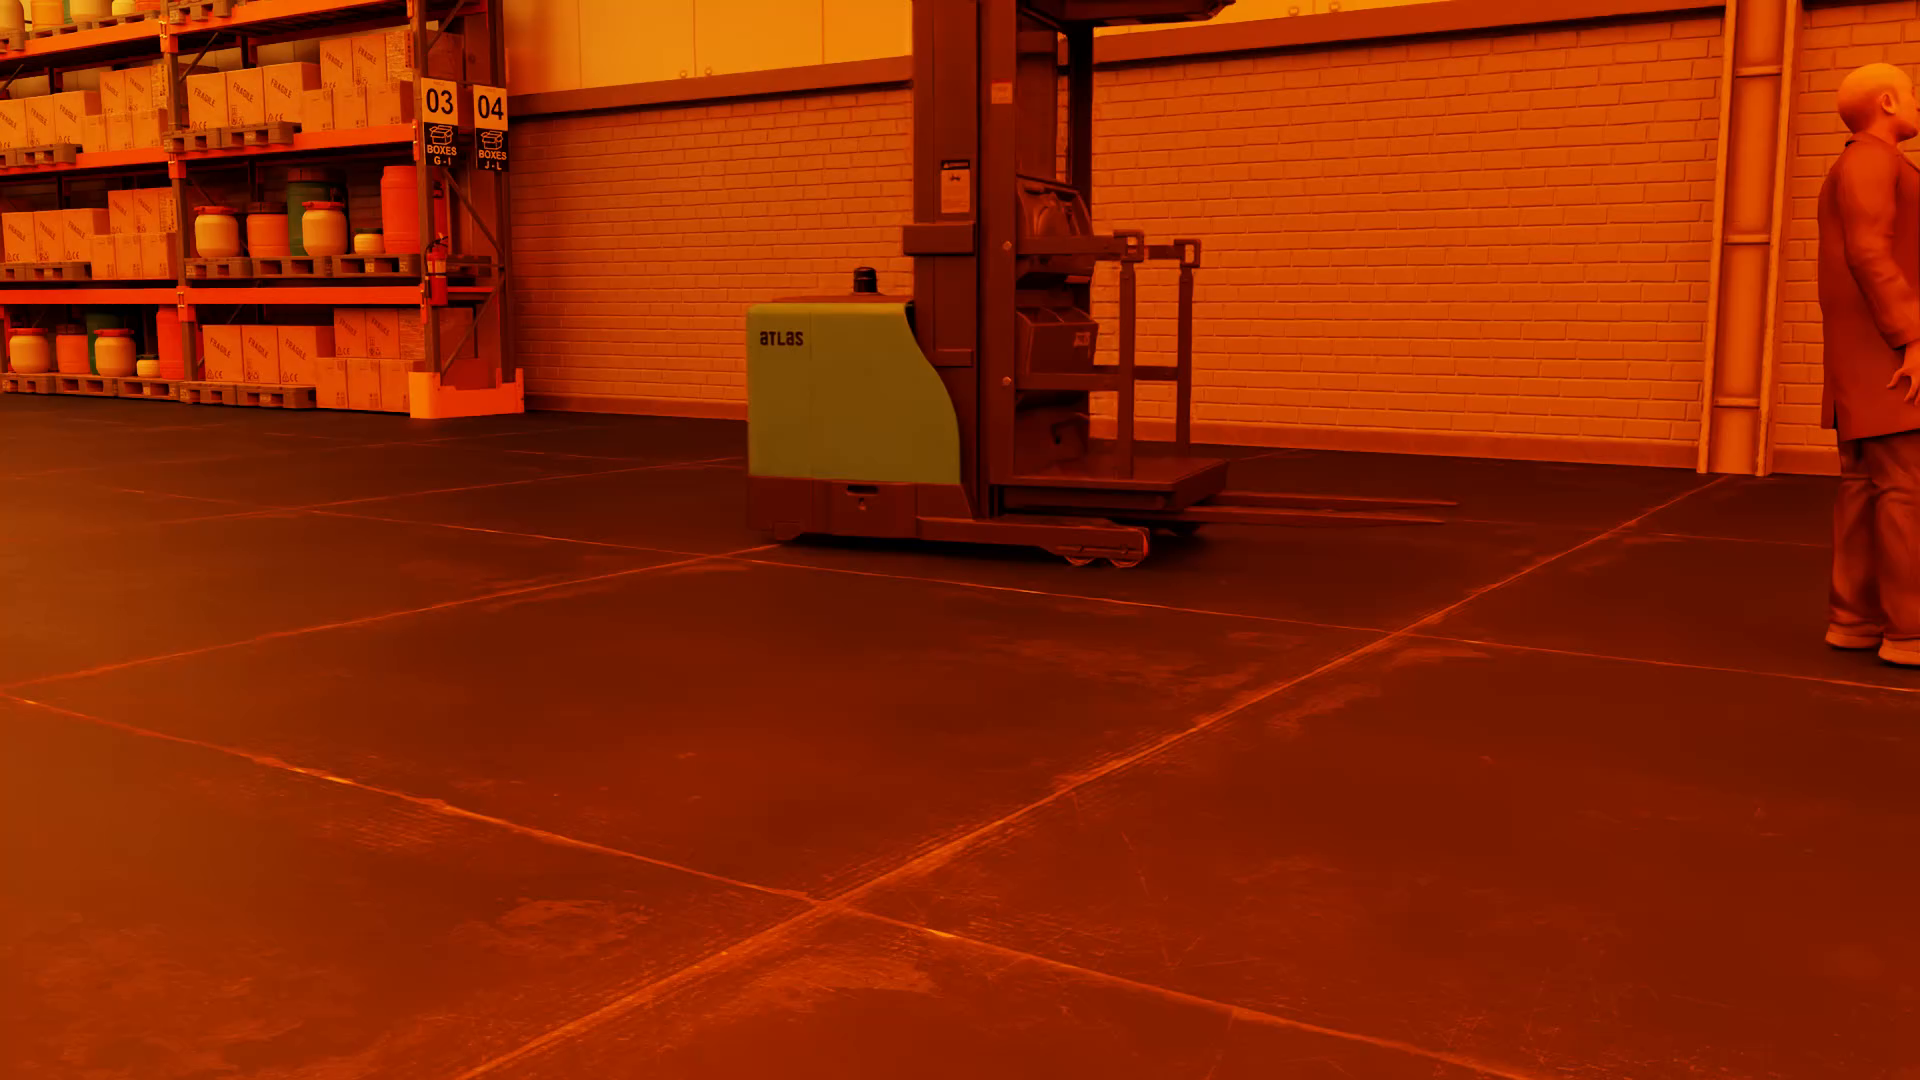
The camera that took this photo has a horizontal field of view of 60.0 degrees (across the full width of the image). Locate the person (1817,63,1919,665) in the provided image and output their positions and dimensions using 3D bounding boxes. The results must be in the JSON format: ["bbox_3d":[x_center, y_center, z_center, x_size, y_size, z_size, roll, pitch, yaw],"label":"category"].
[{"bbox_3d":[2.892,-0.538,5.027,0.581,1.776,0.694,3,9,19],"label":"person"}]

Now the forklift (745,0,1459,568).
[{"bbox_3d":[0.605,-1.421,7.183,3.031,2.935,1.130,3,9,21],"label":"forklift"}]
